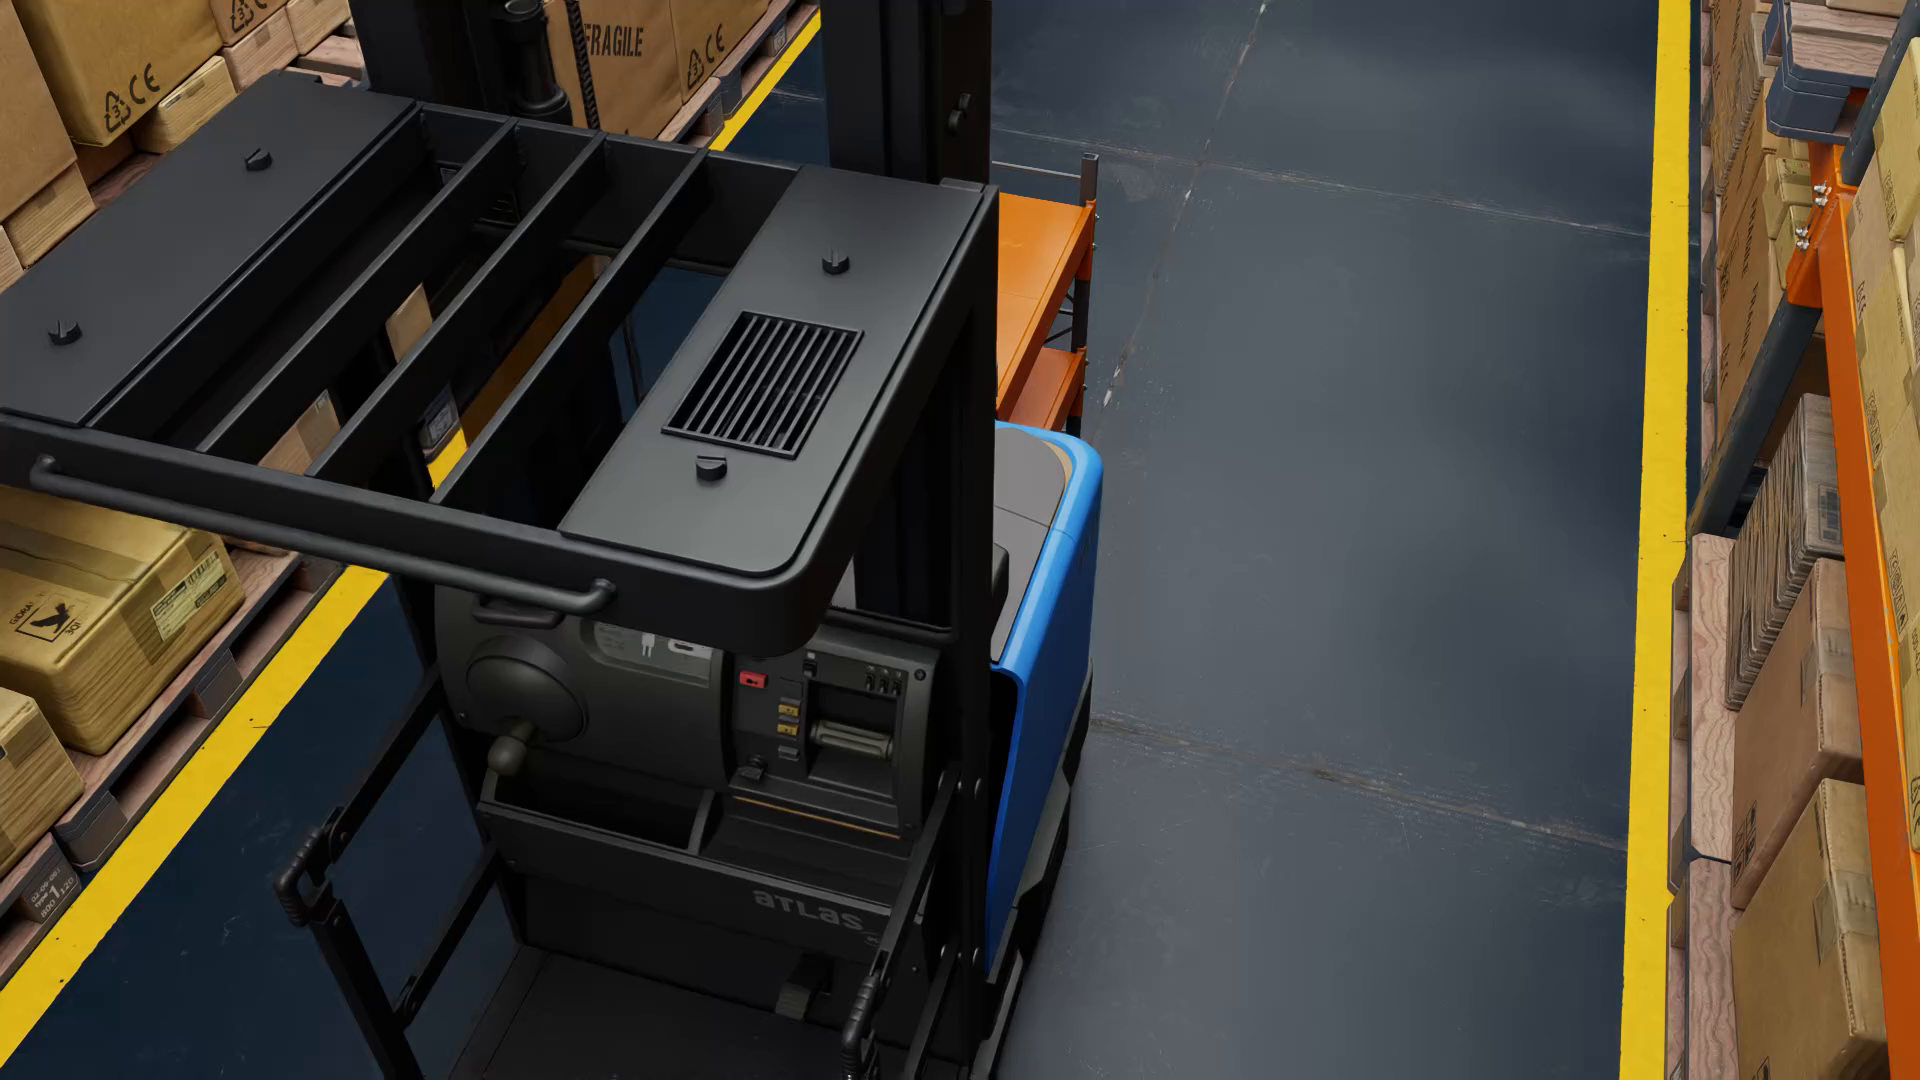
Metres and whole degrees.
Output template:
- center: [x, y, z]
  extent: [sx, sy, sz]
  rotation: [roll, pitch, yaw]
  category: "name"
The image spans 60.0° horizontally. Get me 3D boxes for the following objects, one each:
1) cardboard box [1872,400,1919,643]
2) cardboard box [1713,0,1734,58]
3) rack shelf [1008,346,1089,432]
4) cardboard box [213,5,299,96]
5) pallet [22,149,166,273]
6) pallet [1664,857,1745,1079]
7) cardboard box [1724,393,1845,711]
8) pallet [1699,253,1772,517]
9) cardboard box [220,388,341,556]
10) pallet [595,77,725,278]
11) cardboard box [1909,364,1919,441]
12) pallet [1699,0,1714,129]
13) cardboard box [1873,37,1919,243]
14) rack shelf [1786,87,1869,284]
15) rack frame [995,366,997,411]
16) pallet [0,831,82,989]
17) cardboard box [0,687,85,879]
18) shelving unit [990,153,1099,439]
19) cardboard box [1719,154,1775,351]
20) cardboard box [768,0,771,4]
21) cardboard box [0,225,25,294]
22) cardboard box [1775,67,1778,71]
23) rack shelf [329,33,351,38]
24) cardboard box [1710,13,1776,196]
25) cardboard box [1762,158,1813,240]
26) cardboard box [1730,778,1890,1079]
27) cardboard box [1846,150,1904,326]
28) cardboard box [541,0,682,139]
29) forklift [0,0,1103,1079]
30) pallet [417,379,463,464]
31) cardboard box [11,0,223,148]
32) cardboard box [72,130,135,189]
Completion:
- center: [2.103, -0.006, 3.219]
  extent: [0.500, 0.250, 0.500]
  rotation: [11, 45, 11]
  category: "cardboard box"
- center: [3.475, -2.274, 6.916]
  extent: [0.500, 0.500, 0.500]
  rotation: [12, 46, 12]
  category: "cardboard box"
- center: [0.002, -0.232, 5.032]
  extent: [0.538, 0.278, 1.000]
  rotation: [13, 46, 13]
  category: "rack shelf"
- center: [-1.960, -1.286, 4.299]
  extent: [0.380, 0.149, 0.250]
  rotation: [11, 45, 11]
  category: "cardboard box"
- center: [-2.516, -0.635, 3.891]
  extent: [1.003, 0.211, 1.213]
  rotation: [13, 46, 13]
  category: "pallet"
- center: [2.118, 1.365, 3.704]
  extent: [1.003, 0.211, 1.213]
  rotation: [13, 46, 13]
  category: "pallet"
- center: [2.574, 0.129, 4.372]
  extent: [0.875, 0.625, 0.625]
  rotation: [14, 46, 14]
  category: "cardboard box"
- center: [3.038, -0.476, 5.585]
  extent: [1.003, 0.211, 1.213]
  rotation: [13, 46, 13]
  category: "pallet"
- center: [-2.352, -0.375, 5.067]
  extent: [0.950, 0.372, 0.625]
  rotation: [12, 46, 12]
  category: "cardboard box"
- center: [-1.645, -1.545, 6.678]
  extent: [1.003, 0.211, 1.213]
  rotation: [13, 46, 13]
  category: "pallet"
- center: [2.081, -0.185, 3.045]
  extent: [0.500, 0.250, 0.500]
  rotation: [11, 46, 11]
  category: "cardboard box"
- center: [3.777, -2.102, 7.248]
  extent: [1.003, 0.211, 1.213]
  rotation: [13, 46, 13]
  category: "pallet"
- center: [2.385, -0.869, 3.743]
  extent: [0.500, 0.250, 0.500]
  rotation: [12, 46, 12]
  category: "cardboard box"
- center: [3.382, -2.059, 5.724]
  extent: [1.077, 0.370, 4.000]
  rotation: [13, 46, 13]
  category: "rack shelf"
- center: [-0.152, -0.068, 4.515]
  extent: [0.500, 1.125, 0.032]
  rotation: [13, 46, 13]
  category: "rack frame"
- center: [-2.933, 1.112, 3.963]
  extent: [1.003, 0.211, 1.213]
  rotation: [13, 46, 13]
  category: "pallet"
- center: [-2.796, 0.593, 4.077]
  extent: [0.950, 0.372, 0.625]
  rotation: [15, 46, 15]
  category: "cardboard box"
- center: [0.002, -0.407, 4.861]
  extent: [0.538, 1.125, 1.048]
  rotation: [13, 46, 13]
  category: "shelving unit"
- center: [2.861, -0.898, 5.510]
  extent: [0.500, 0.500, 0.500]
  rotation: [12, 46, 12]
  category: "cardboard box"
- center: [-1.122, -3.055, 7.446]
  extent: [0.875, 0.875, 0.875]
  rotation: [14, 46, 14]
  category: "cardboard box"
- center: [-2.277, -0.590, 3.588]
  extent: [0.380, 0.149, 0.250]
  rotation: [14, 46, 14]
  category: "cardboard box"
- center: [3.113, -1.732, 5.899]
  extent: [0.380, 0.149, 0.250]
  rotation: [11, 45, 11]
  category: "cardboard box"
- center: [-2.561, -0.442, 4.071]
  extent: [1.077, 0.370, 4.000]
  rotation: [13, 46, 13]
  category: "rack shelf"
- center: [3.156, -1.598, 6.225]
  extent: [0.500, 0.500, 0.500]
  rotation: [11, 45, 11]
  category: "cardboard box"
- center: [2.738, -1.043, 5.194]
  extent: [0.380, 0.149, 0.250]
  rotation: [10, 45, 10]
  category: "cardboard box"
- center: [2.180, 1.015, 3.466]
  extent: [0.875, 0.625, 0.625]
  rotation: [11, 45, 11]
  category: "cardboard box"
- center: [2.409, -0.685, 3.913]
  extent: [0.500, 0.250, 0.500]
  rotation: [13, 46, 13]
  category: "cardboard box"
- center: [-1.667, -1.865, 6.230]
  extent: [0.875, 0.875, 0.875]
  rotation: [12, 46, 12]
  category: "cardboard box"
- center: [-0.554, 0.371, 2.776]
  extent: [1.130, 2.935, 3.031]
  rotation: [12, 46, 12]
  category: "forklift"
- center: [-2.194, -0.515, 5.625]
  extent: [1.003, 0.211, 1.213]
  rotation: [13, 46, 13]
  category: "pallet"
- center: [-2.126, -1.278, 3.827]
  extent: [0.500, 0.500, 0.500]
  rotation: [10, 45, 10]
  category: "cardboard box"
- center: [-2.226, -0.959, 3.965]
  extent: [0.380, 0.149, 0.250]
  rotation: [13, 46, 13]
  category: "cardboard box"
